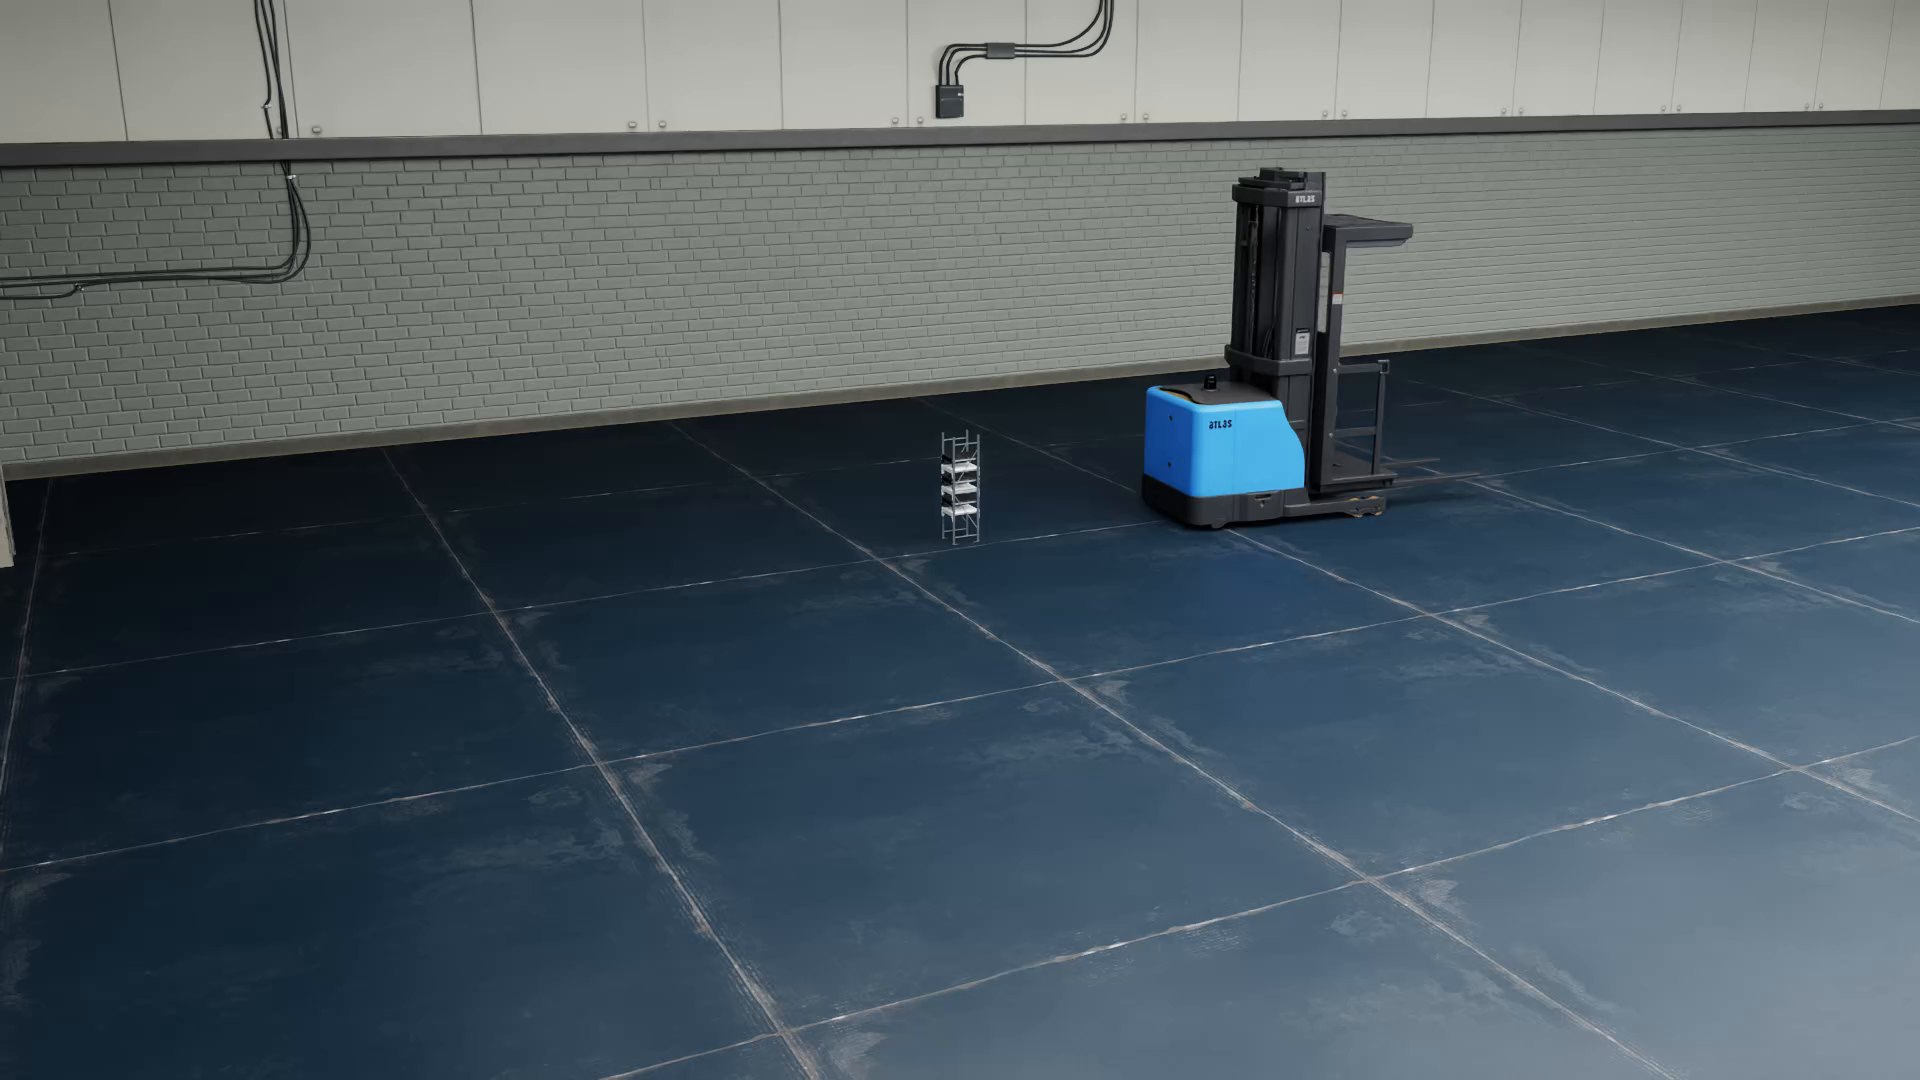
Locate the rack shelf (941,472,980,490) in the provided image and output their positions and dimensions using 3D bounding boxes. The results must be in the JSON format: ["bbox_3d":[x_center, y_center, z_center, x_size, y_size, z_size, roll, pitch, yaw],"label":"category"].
[{"bbox_3d":[0.004,-0.485,13.604,0.258,0.077,0.200,-8,18,-25],"label":"rack shelf"}]

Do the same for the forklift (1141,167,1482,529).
[{"bbox_3d":[3.184,-1.735,14.484,3.031,2.935,1.130,-6,17,-19],"label":"forklift"}]

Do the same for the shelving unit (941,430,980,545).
[{"bbox_3d":[0.004,-0.431,13.620,0.258,0.900,0.210,-8,18,-25],"label":"shelving unit"}]

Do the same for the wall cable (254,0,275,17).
[{"bbox_3d":[-5.319,-6.304,15.876,3.097,2.526,0.112,-8,18,-25],"label":"wall cable"}]

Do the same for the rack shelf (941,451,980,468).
[{"bbox_3d":[0.004,-0.658,13.554,0.258,0.077,0.200,-8,18,-25],"label":"rack shelf"}]

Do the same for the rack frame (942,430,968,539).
[{"bbox_3d":[-0.041,-0.456,13.707,0.240,0.900,0.006,-8,18,-25],"label":"rack frame"}]

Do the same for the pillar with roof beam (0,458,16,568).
[{"bbox_3d":[-3.779,-4.672,13.716,9.100,9.000,0.400,-8,18,-25],"label":"pillar with roof beam"}]

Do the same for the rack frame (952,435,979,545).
[{"bbox_3d":[0.048,-0.405,13.532,0.240,0.900,0.006,-8,18,-25],"label":"rack frame"}]

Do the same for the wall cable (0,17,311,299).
[{"bbox_3d":[-7.750,-3.549,15.434,3.097,2.526,0.112,-8,18,-25],"label":"wall cable"}]

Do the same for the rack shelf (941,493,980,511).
[{"bbox_3d":[0.004,-0.312,13.654,0.258,0.077,0.200,-8,18,-25],"label":"rack shelf"}]

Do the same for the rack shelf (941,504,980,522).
[{"bbox_3d":[0.004,-0.225,13.678,0.258,0.077,0.200,-8,18,-25],"label":"rack shelf"}]

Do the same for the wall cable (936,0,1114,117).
[{"bbox_3d":[0.790,-7.820,18.520,2.305,6.003,0.169,-8,18,-25],"label":"wall cable"}]

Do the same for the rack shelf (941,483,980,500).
[{"bbox_3d":[0.004,-0.398,13.629,0.258,0.077,0.200,-8,18,-25],"label":"rack shelf"}]

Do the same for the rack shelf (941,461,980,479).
[{"bbox_3d":[0.004,-0.572,13.579,0.258,0.077,0.200,-8,18,-25],"label":"rack shelf"}]
